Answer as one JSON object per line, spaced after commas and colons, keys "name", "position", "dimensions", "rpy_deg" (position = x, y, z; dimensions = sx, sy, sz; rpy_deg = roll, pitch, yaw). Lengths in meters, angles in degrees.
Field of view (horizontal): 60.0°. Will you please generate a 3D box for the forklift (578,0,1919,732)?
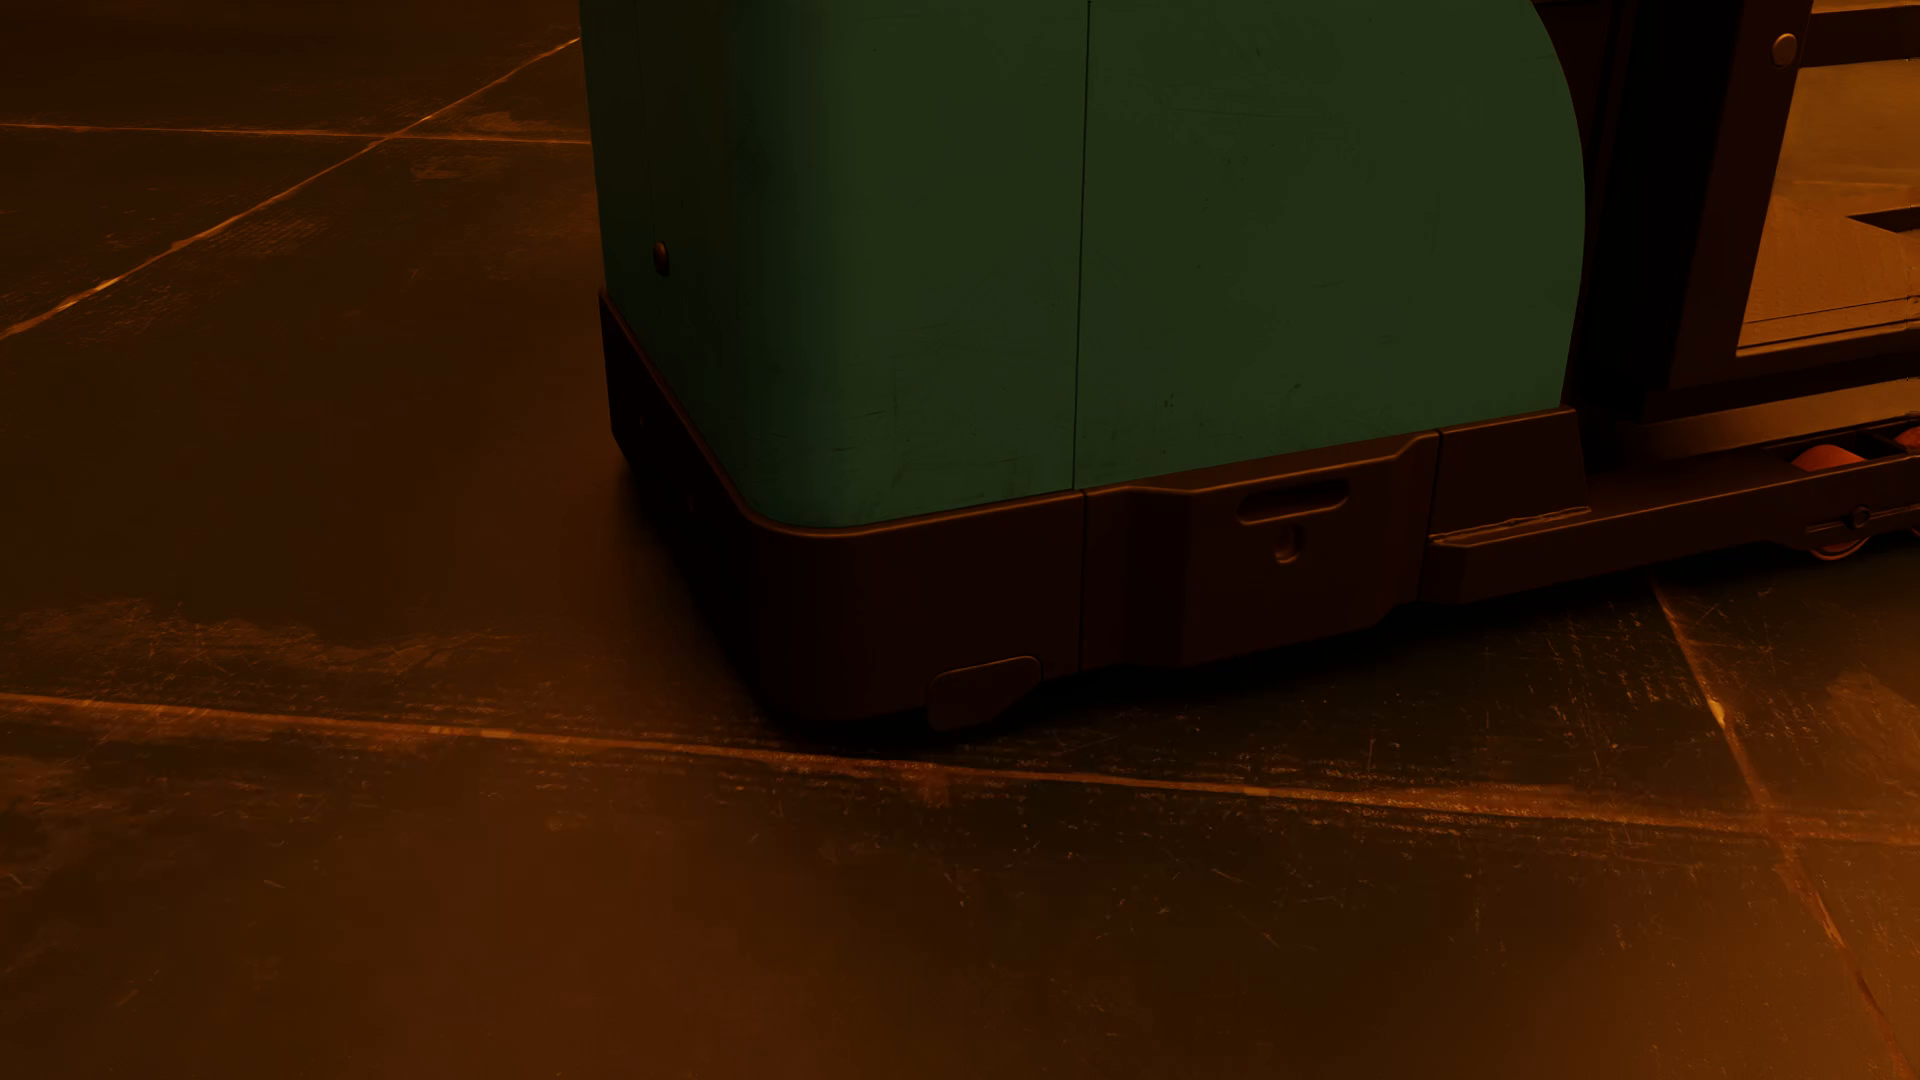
{"name": "forklift", "position": [1.006, -1.490, 2.203], "dimensions": [3.031, 2.935, 1.130], "rpy_deg": [-10, 28, -19]}
